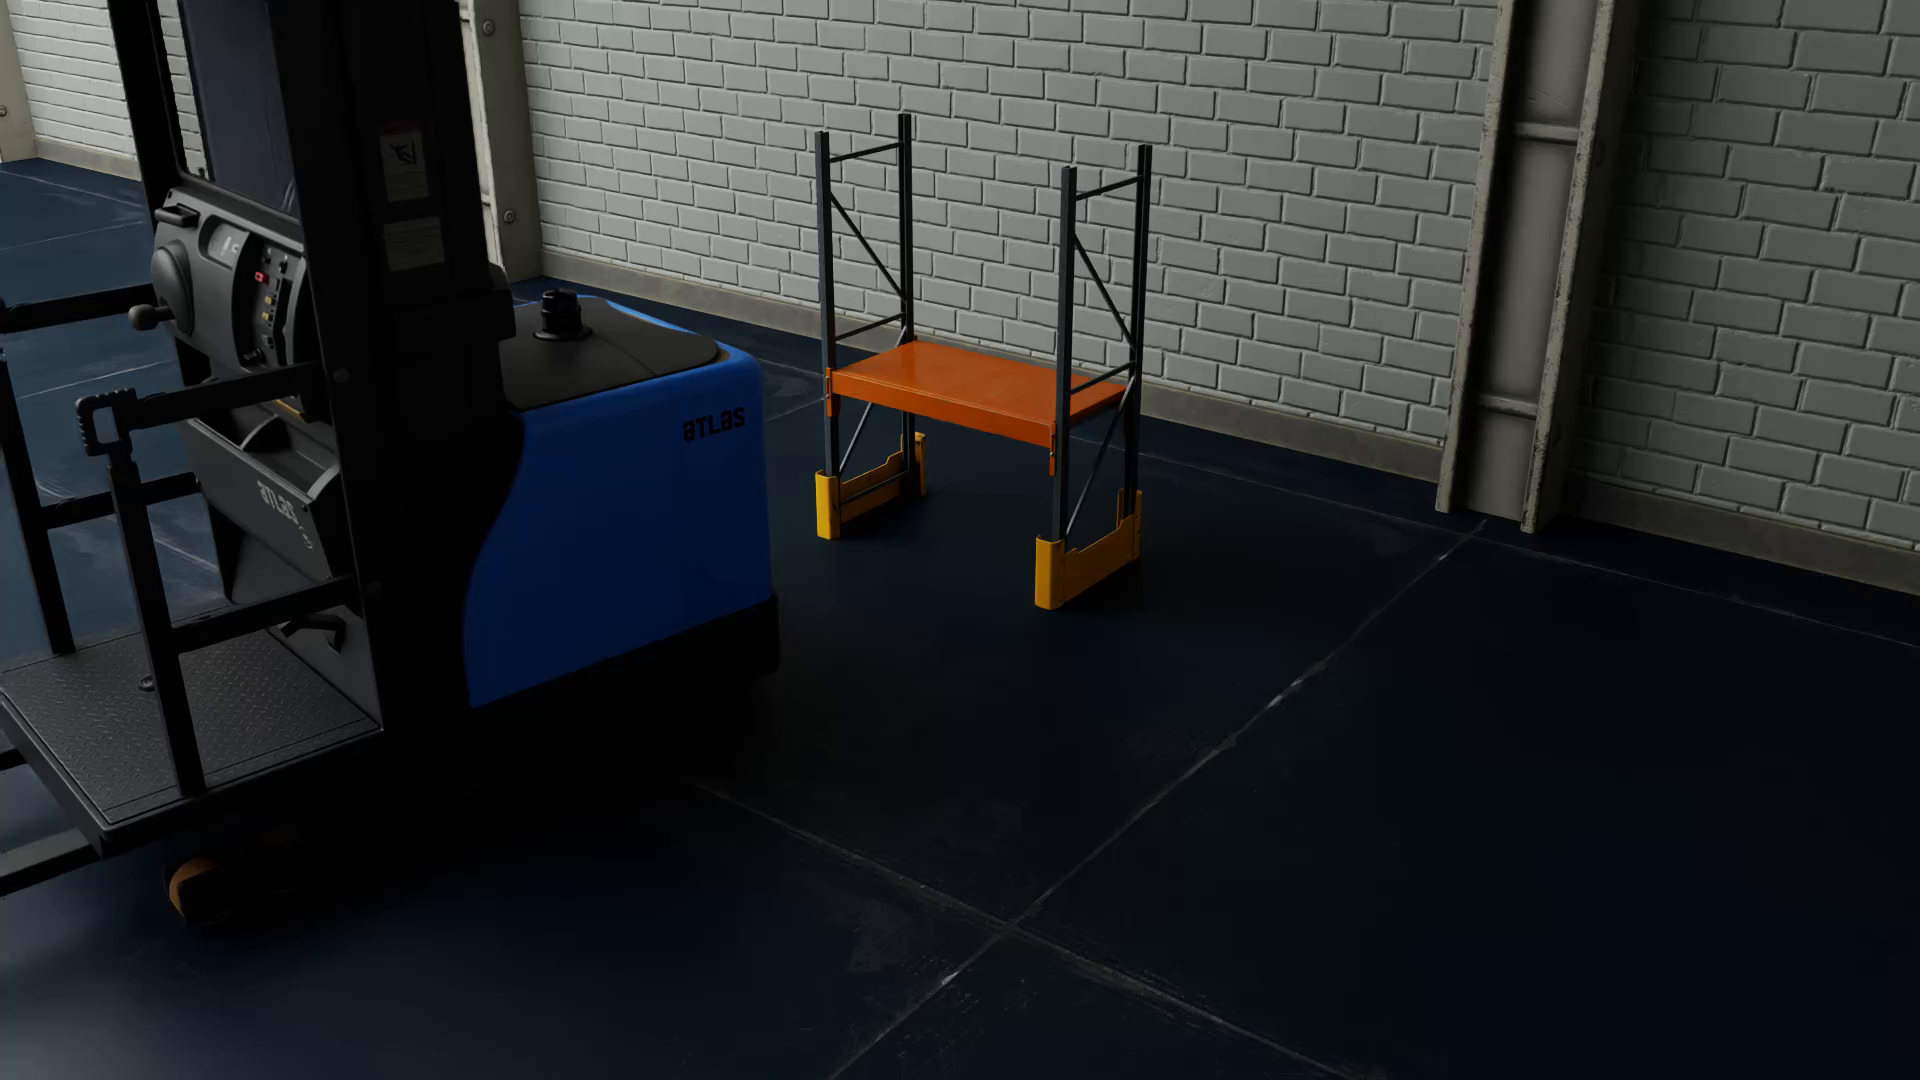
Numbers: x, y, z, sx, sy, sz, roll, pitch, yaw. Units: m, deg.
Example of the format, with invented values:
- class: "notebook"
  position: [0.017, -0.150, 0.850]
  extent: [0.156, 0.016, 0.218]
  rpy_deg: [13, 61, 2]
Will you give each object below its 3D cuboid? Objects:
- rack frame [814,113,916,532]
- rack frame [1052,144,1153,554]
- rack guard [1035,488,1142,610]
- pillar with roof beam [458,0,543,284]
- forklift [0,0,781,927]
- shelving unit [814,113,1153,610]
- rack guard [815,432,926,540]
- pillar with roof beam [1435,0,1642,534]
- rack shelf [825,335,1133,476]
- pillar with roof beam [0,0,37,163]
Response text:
- class: "rack frame"
  position: [-0.339, -0.789, 6.180]
  extent: [0.032, 1.500, 0.500]
  rpy_deg: [17, 29, 33]
- class: "rack frame"
  position: [0.475, -0.543, 5.622]
  extent: [0.032, 1.500, 0.500]
  rpy_deg: [17, 29, 33]
- class: "rack guard"
  position: [0.459, 0.024, 5.884]
  extent: [0.087, 0.250, 0.587]
  rpy_deg: [17, 29, 33]
- class: "pillar with roof beam"
  position: [-5.272, -4.299, 4.847]
  extent: [0.400, 9.000, 9.100]
  rpy_deg: [17, 29, 33]
- class: "forklift"
  position: [-1.987, -0.631, 4.046]
  extent: [3.031, 2.935, 1.130]
  rpy_deg: [-20, 31, -38]
- class: "shelving unit"
  position: [0.061, -0.668, 5.906]
  extent: [1.083, 1.500, 0.587]
  rpy_deg: [17, 29, 33]
- class: "rack guard"
  position: [-0.338, -0.216, 6.431]
  extent: [0.087, 0.250, 0.587]
  rpy_deg: [17, 29, 33]
- class: "pillar with roof beam"
  position: [-0.471, -2.848, 1.554]
  extent: [0.400, 9.000, 9.100]
  rpy_deg: [17, 29, 33]
- class: "rack shelf"
  position: [0.068, -0.501, 5.973]
  extent: [1.000, 0.185, 0.538]
  rpy_deg: [17, 29, 33]
- class: "pillar with roof beam"
  position: [-10.073, -5.750, 8.140]
  extent: [0.400, 9.000, 9.100]
  rpy_deg: [17, 29, 33]
